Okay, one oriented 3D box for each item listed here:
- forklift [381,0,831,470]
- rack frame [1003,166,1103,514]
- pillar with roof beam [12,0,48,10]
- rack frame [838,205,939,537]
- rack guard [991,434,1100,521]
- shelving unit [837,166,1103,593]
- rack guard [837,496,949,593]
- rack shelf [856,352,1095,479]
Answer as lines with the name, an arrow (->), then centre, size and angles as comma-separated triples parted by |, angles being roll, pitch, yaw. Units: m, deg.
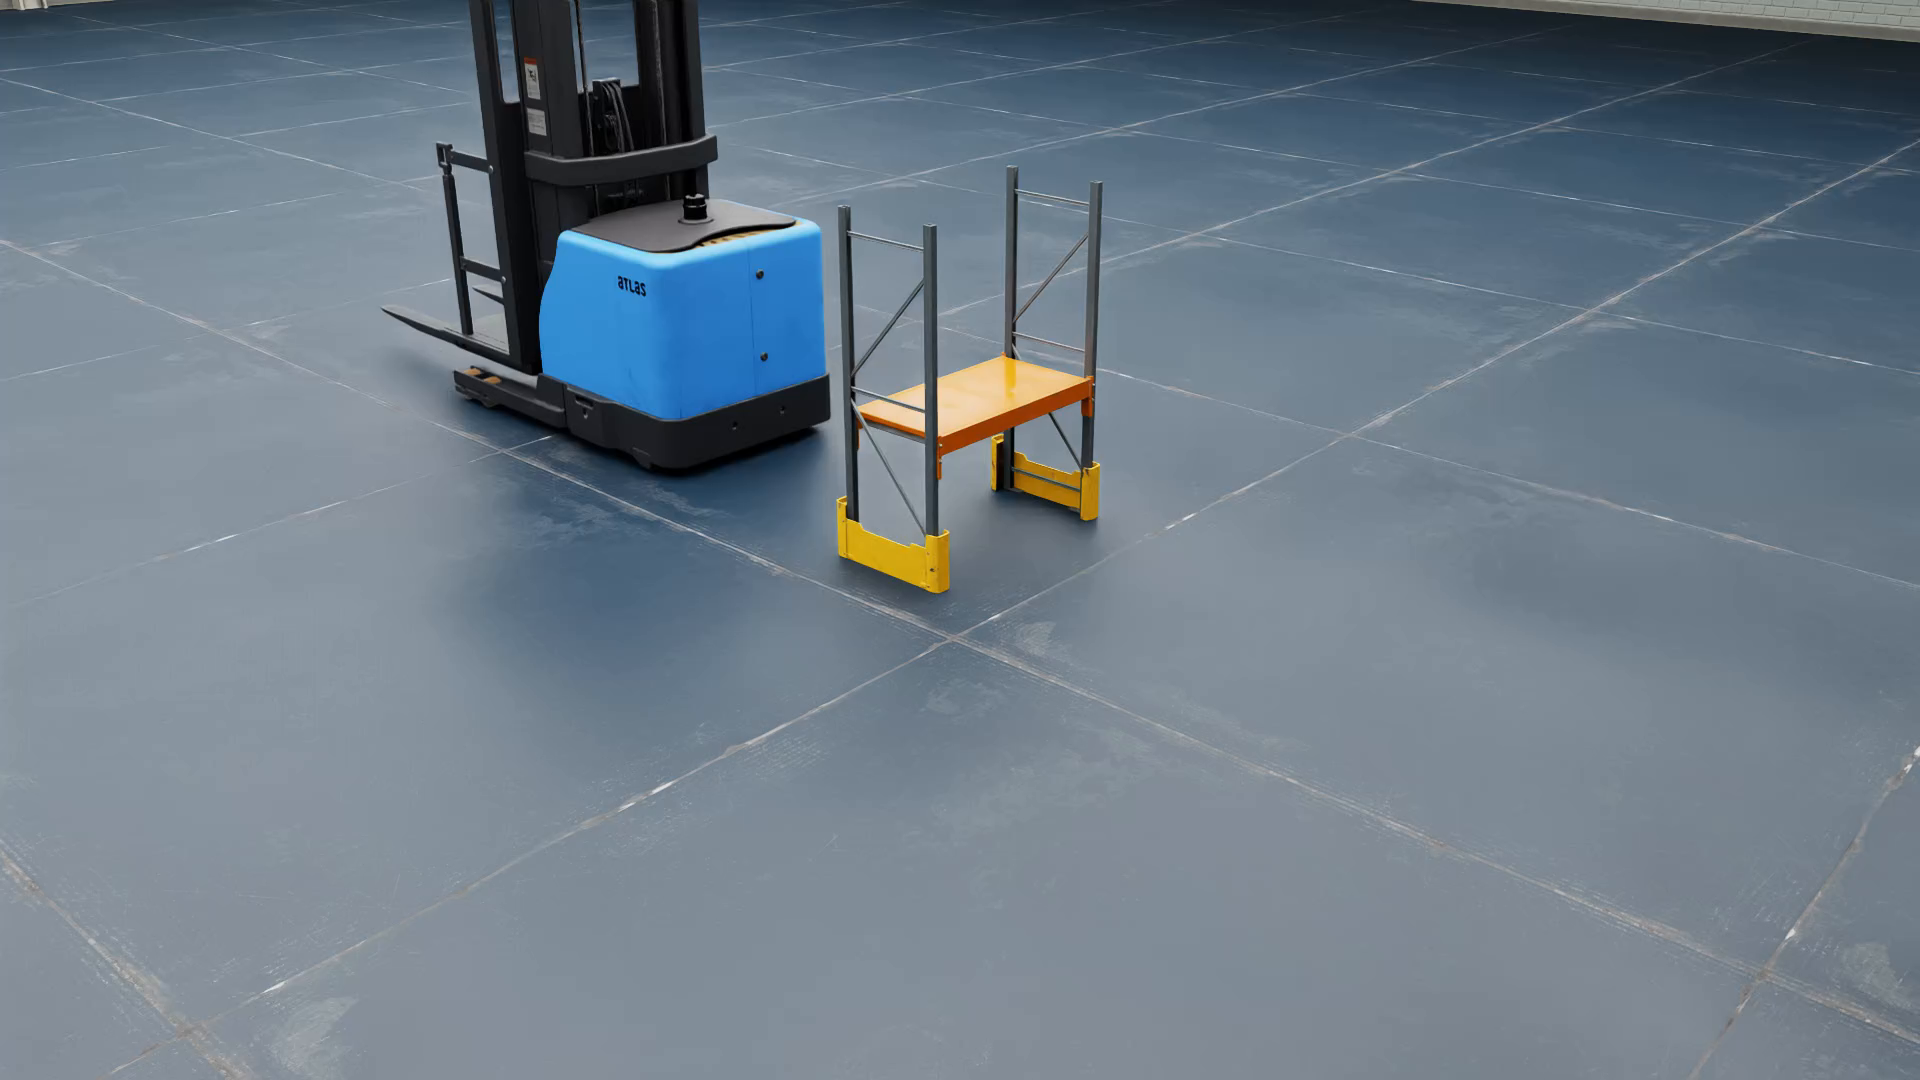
forklift -> -2.071, -2.171, 8.509 | 3.031, 2.935, 1.130 | 21, 32, 39
rack frame -> 0.396, -0.865, 7.347 | 0.500, 1.500, 0.032 | 20, 31, 38
pillar with roof beam -> -10.928, -11.017, 20.822 | 9.100, 9.000, 0.400 | 20, 31, 38
rack frame -> -0.282, -0.555, 6.656 | 0.500, 1.500, 0.032 | 20, 31, 38
rack guard -> 0.383, -0.289, 7.589 | 0.587, 0.250, 0.087 | 20, 31, 38
shelving unit -> 0.051, -0.708, 6.995 | 0.587, 1.500, 1.083 | 20, 31, 38
rack guard -> -0.281, 0.014, 6.912 | 0.587, 0.250, 0.087 | 20, 31, 38
rack shelf -> 0.057, -0.546, 7.075 | 0.538, 0.185, 1.000 | 20, 31, 38
